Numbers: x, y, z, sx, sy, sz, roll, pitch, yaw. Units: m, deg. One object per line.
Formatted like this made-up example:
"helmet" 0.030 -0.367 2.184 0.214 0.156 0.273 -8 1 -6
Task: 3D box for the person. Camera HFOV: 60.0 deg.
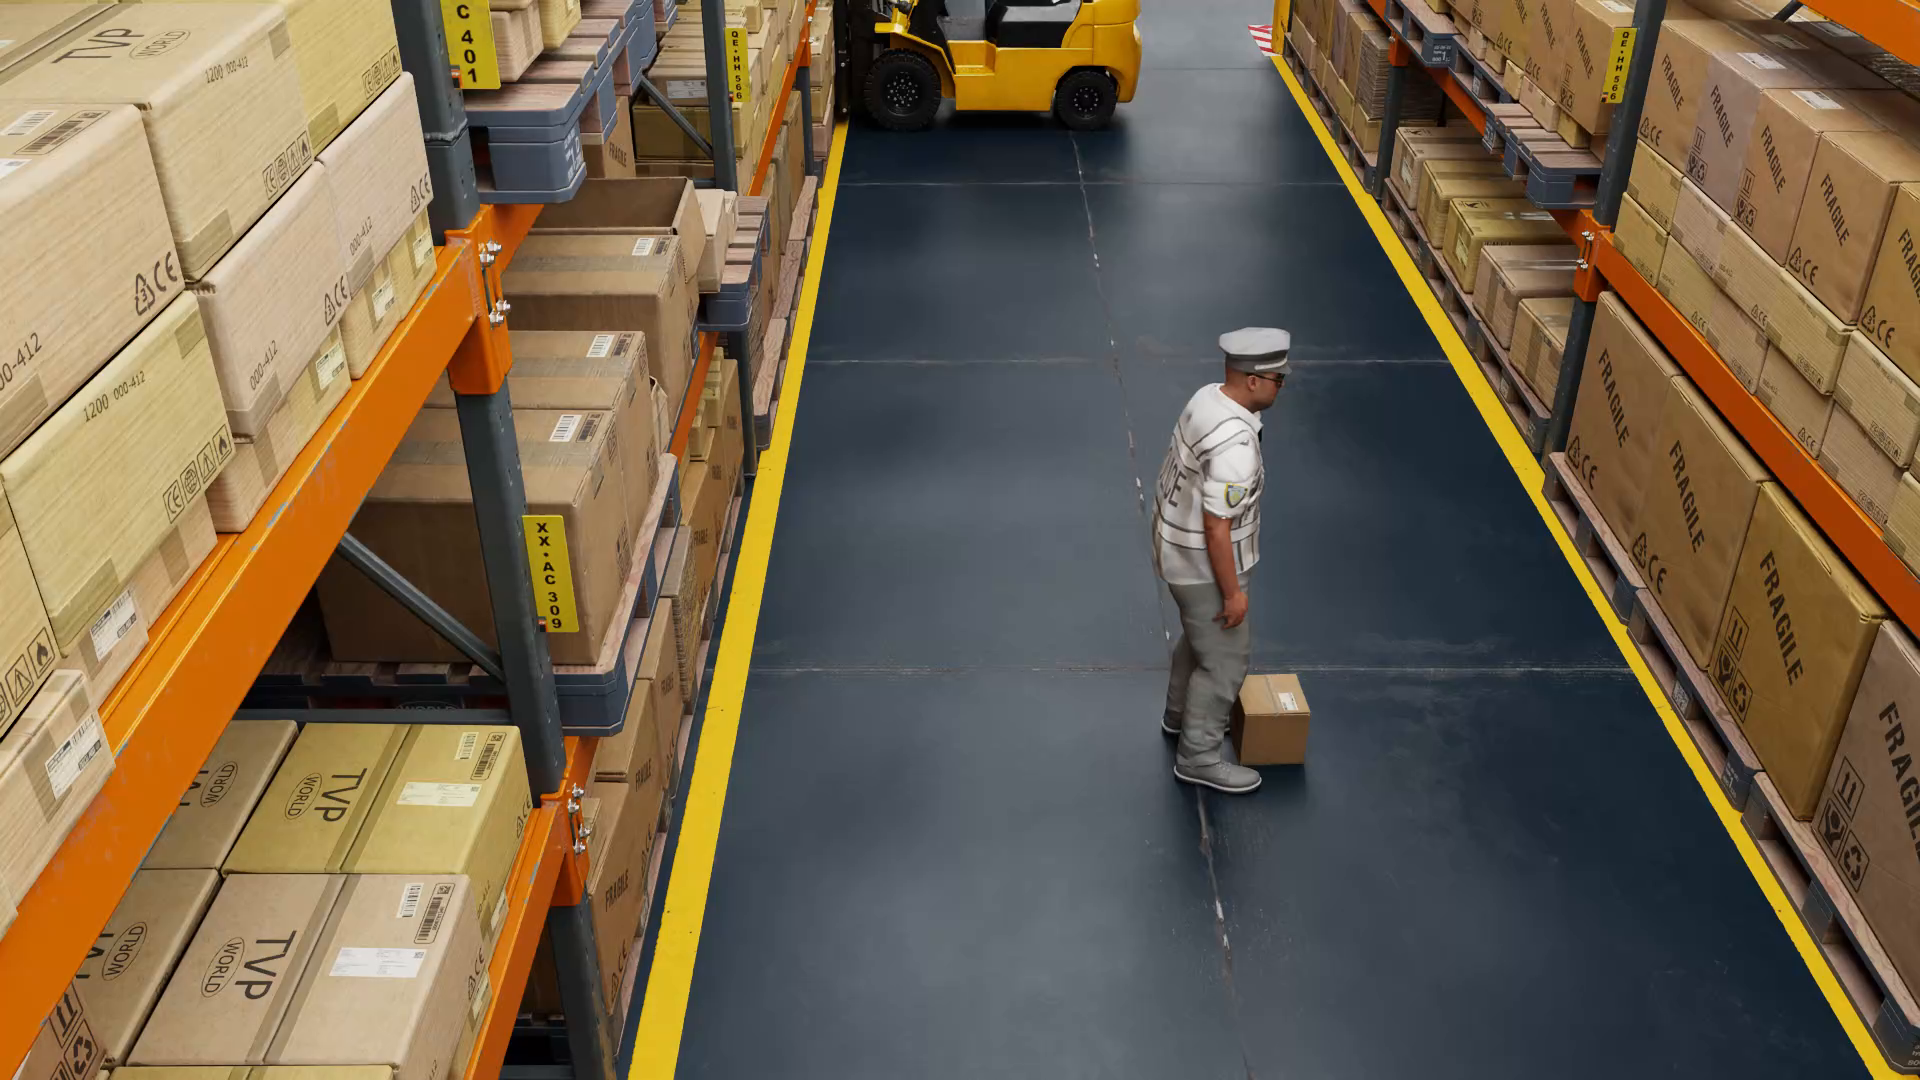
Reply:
"person" 0.915 0.064 6.022 0.438 1.747 0.584 0 31 -1
